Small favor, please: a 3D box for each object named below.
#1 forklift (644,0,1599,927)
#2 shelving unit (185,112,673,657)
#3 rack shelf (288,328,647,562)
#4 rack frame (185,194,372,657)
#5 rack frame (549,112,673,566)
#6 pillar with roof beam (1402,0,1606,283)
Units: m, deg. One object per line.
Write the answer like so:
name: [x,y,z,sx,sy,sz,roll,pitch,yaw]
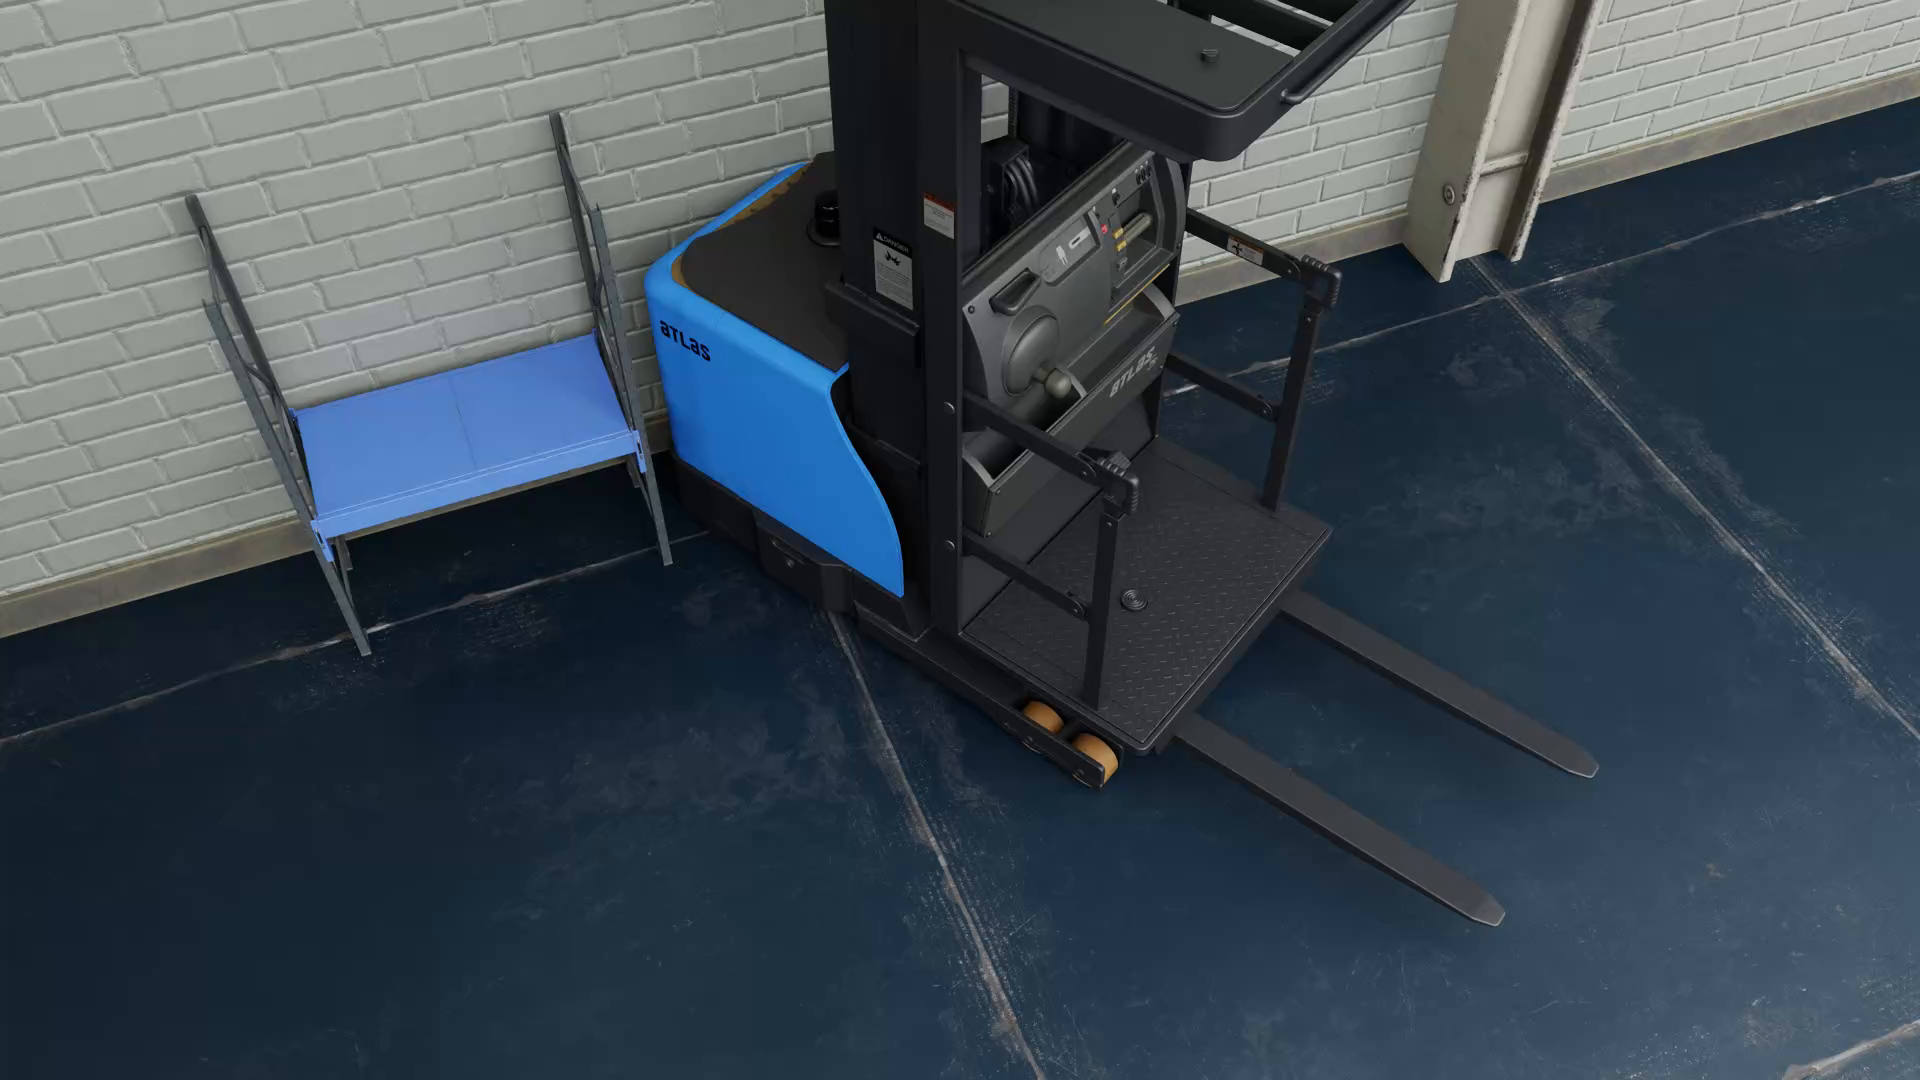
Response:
forklift: [0.488,-0.662,4.386,3.031,2.935,1.130,31,56,24]
shelving unit: [-1.559,-0.433,5.133,1.048,1.500,0.538,-17,52,-14]
rack shelf: [-1.559,-0.316,5.270,1.000,0.185,0.538,-17,52,-14]
rack frame: [-2.030,-0.287,5.008,0.032,1.500,0.500,-17,52,-14]
rack frame: [-1.089,-0.579,5.258,0.032,1.500,0.500,-17,52,-14]
pillar with roof beam: [3.662,-1.098,0.762,0.400,9.000,9.100,-17,52,-14]
